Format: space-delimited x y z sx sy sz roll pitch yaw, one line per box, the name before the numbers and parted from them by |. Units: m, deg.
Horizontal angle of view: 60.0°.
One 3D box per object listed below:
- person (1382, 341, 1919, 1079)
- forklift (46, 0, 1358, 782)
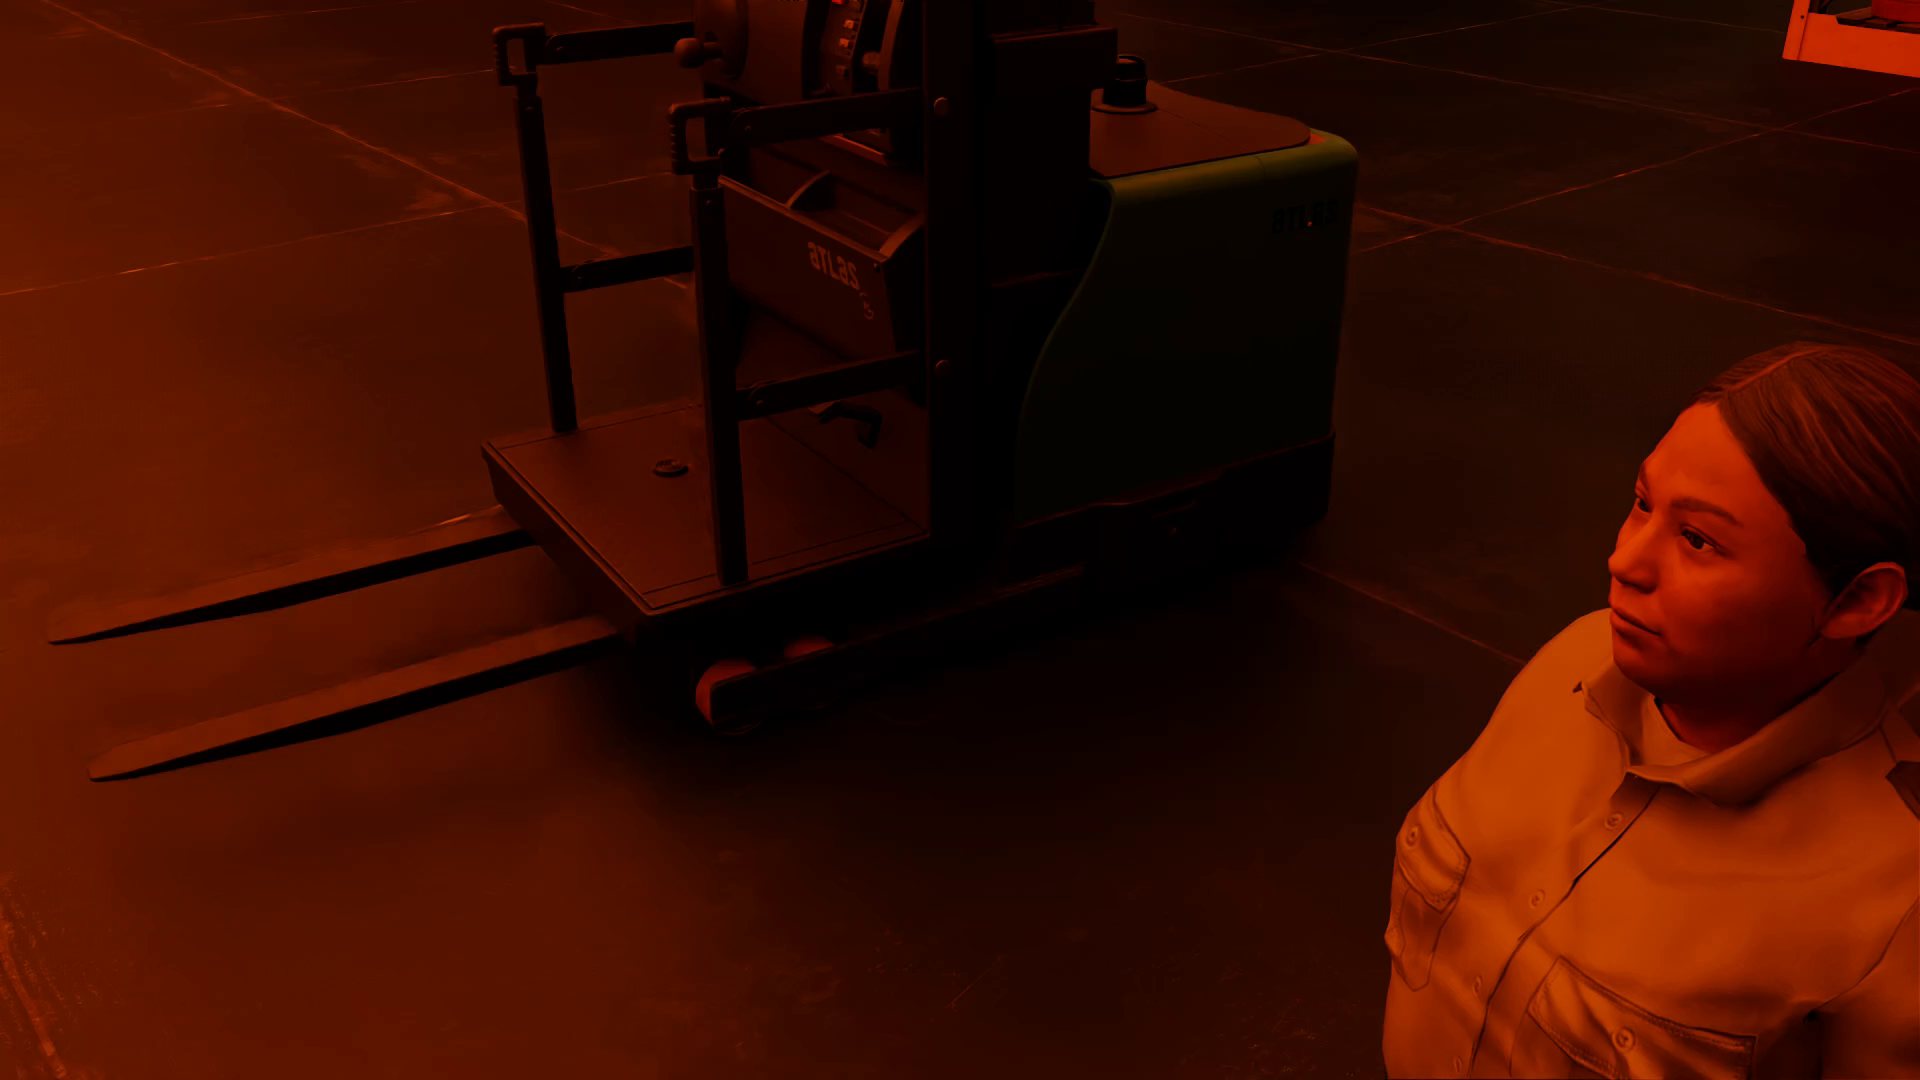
person | 0.522 0.619 1.405 0.355 1.653 0.481 -9 28 -17
forklift | -0.525 -1.153 3.528 3.031 2.935 1.130 -16 30 -29
